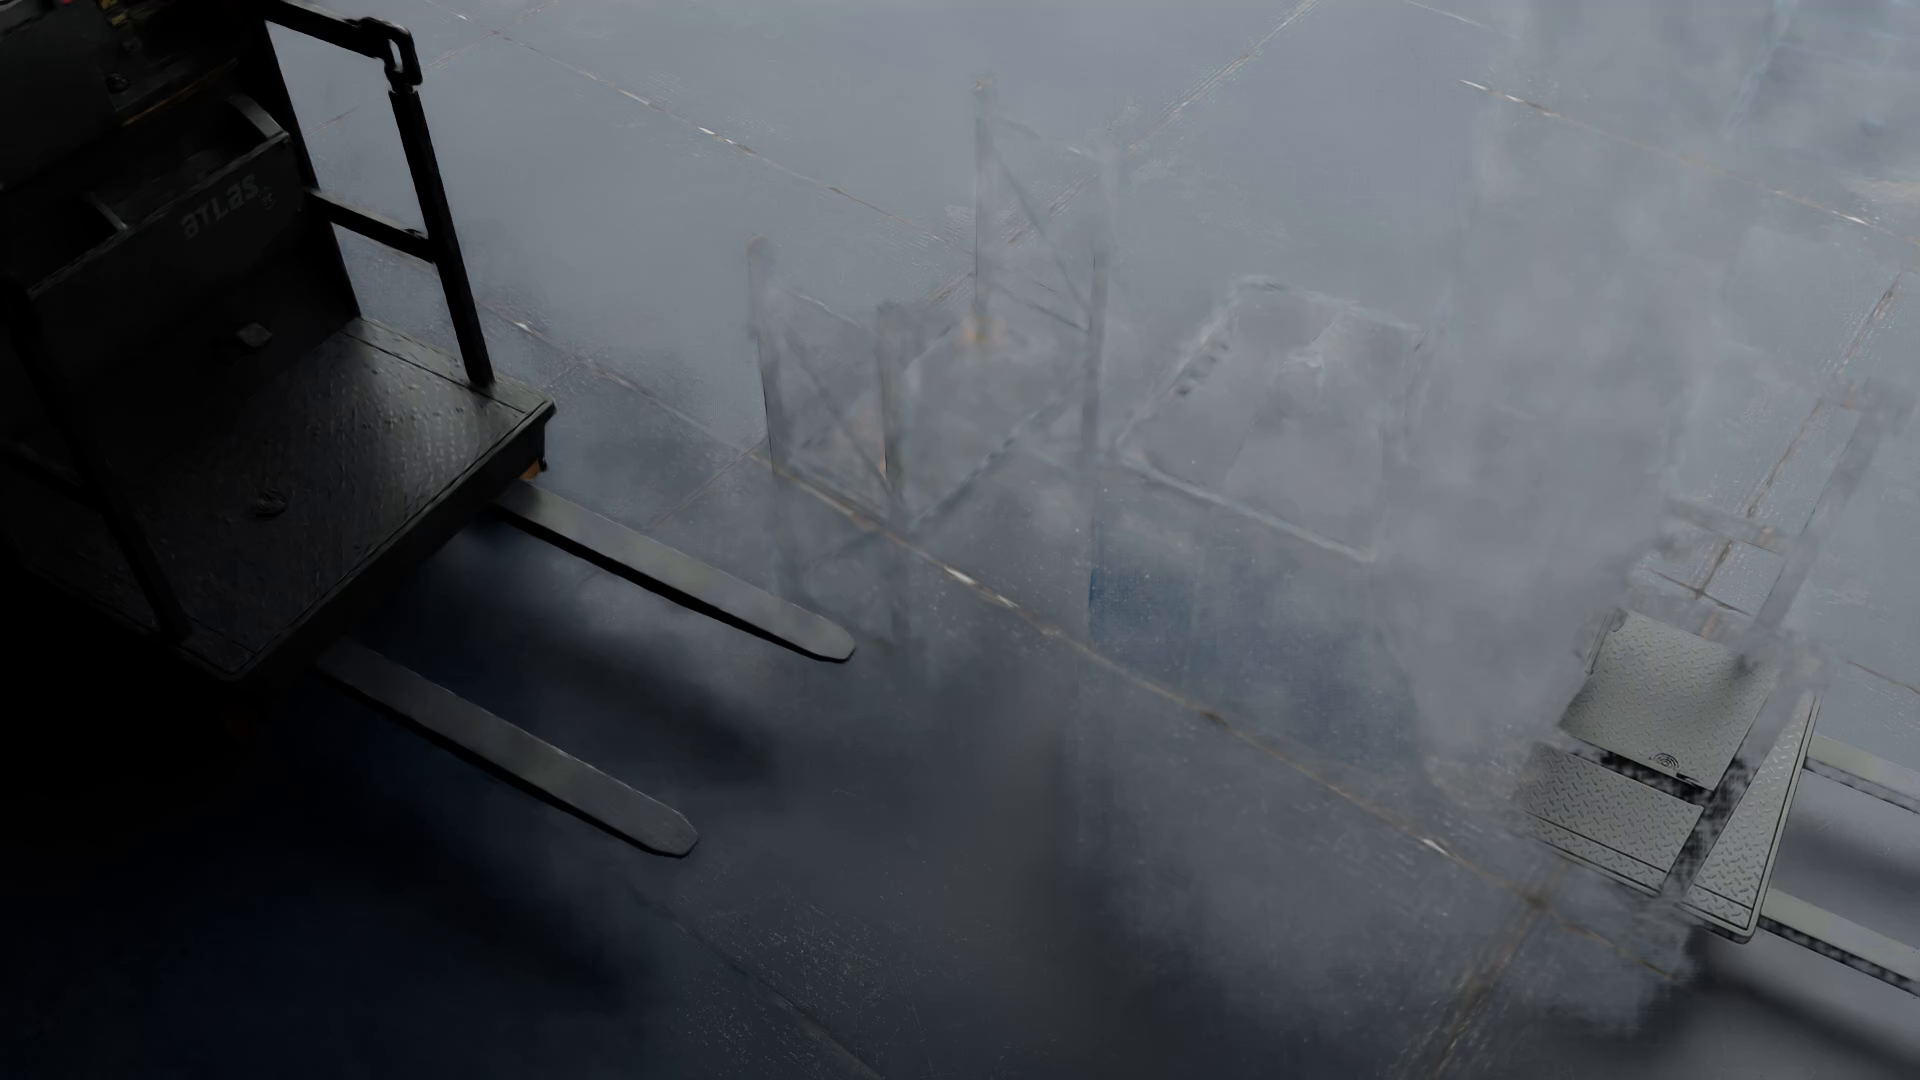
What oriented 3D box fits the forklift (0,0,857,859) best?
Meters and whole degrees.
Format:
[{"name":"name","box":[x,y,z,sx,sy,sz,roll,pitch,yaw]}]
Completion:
[{"name":"forklift","box":[1.892,-0.253,3.965,3.031,2.935,1.130,23,51,21]}]
